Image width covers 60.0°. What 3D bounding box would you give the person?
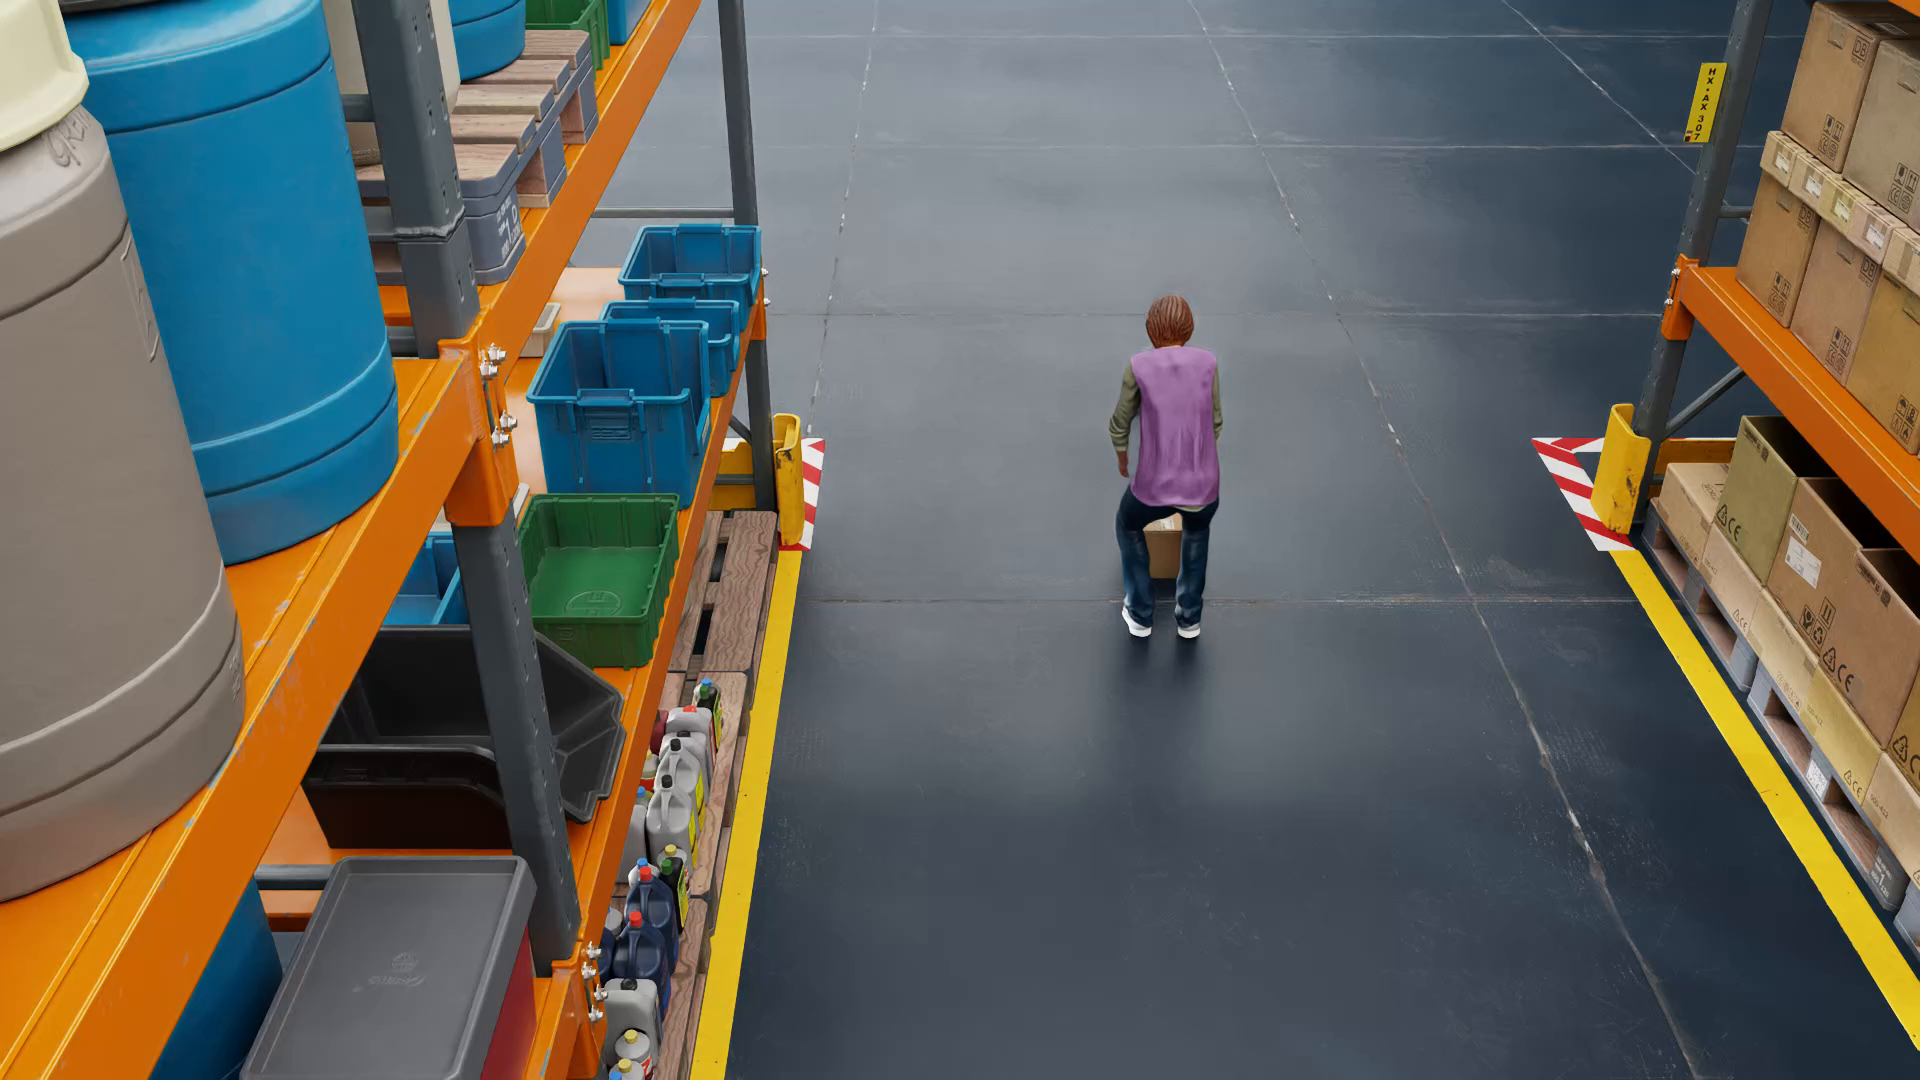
[{"bbox_3d":[0.827,-0.257,6.731,0.456,1.423,0.560,0,32,0],"label":"person"}]
